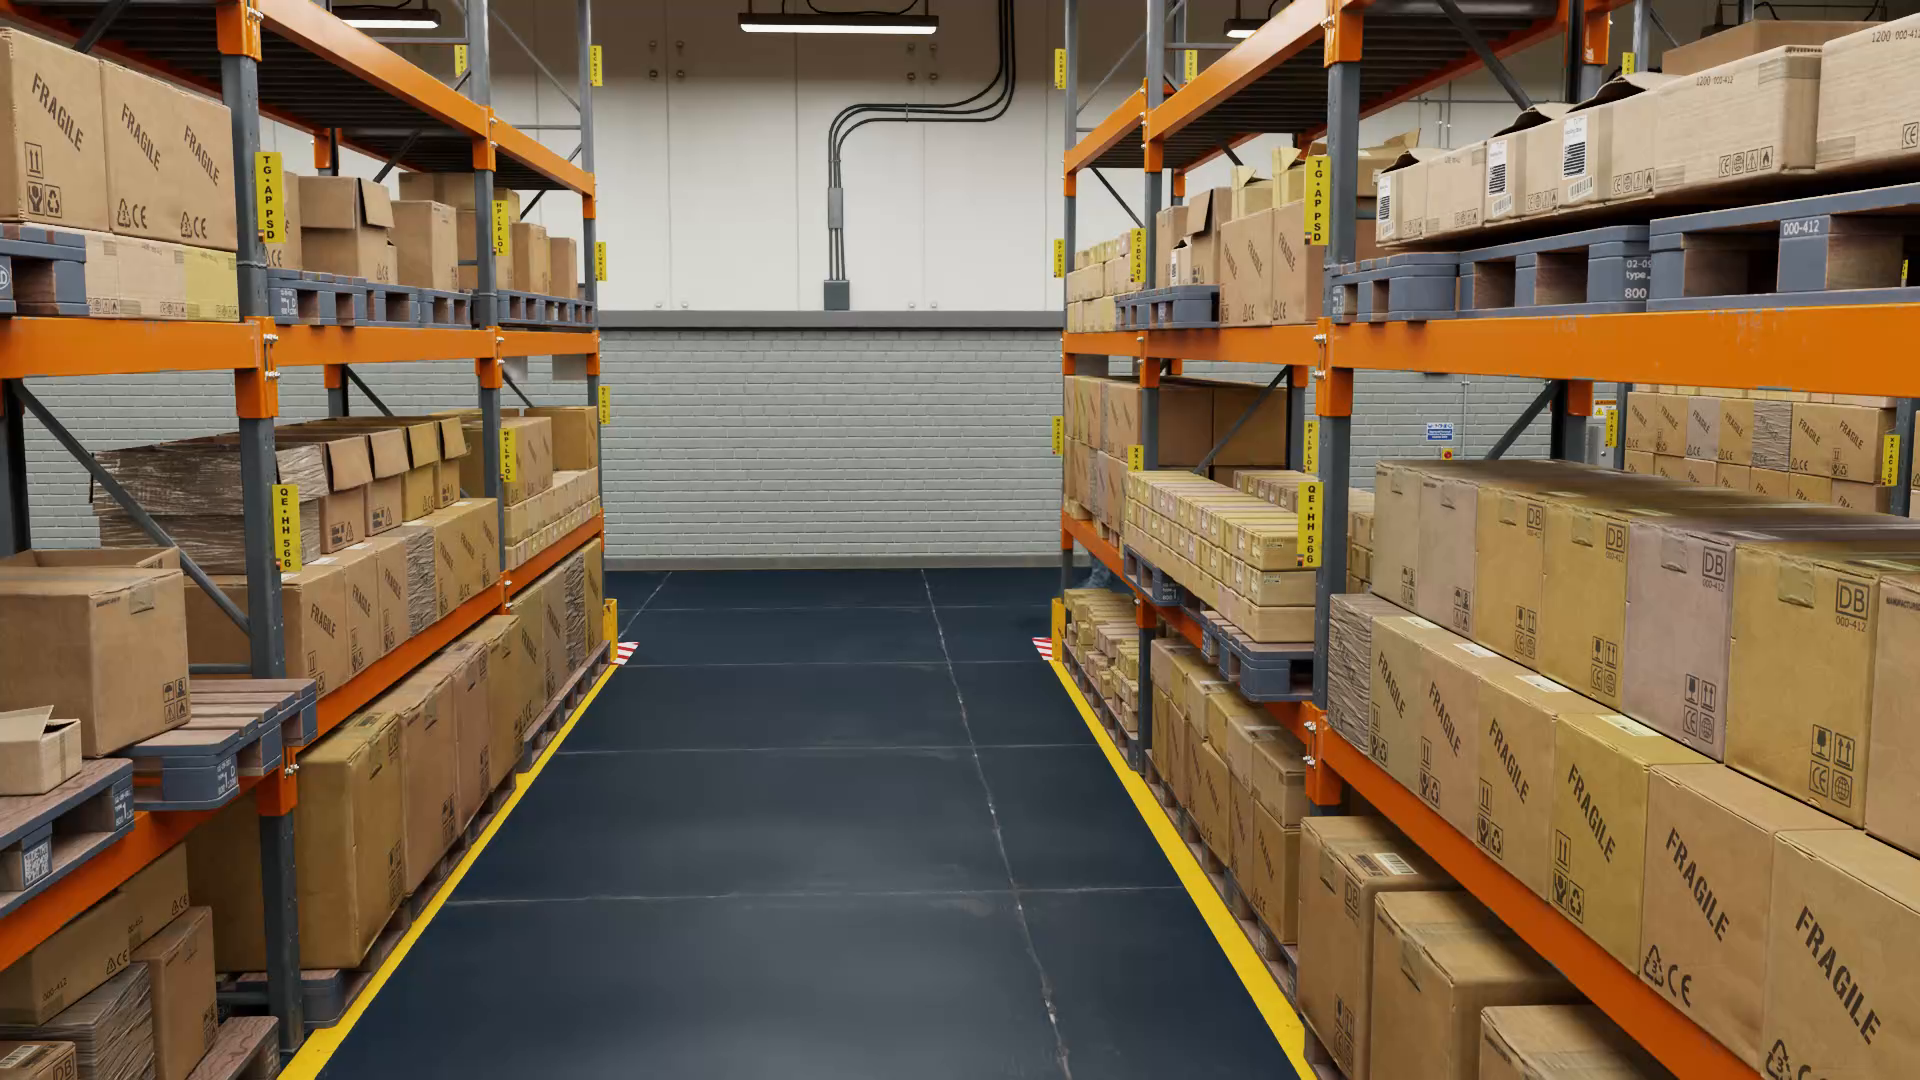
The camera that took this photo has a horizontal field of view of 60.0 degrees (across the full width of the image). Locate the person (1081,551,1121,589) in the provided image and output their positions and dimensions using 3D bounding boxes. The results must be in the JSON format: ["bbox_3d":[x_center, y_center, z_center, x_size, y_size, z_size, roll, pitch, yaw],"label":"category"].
[{"bbox_3d":[1.302,-0.027,15.842,0.555,1.715,0.595,3,7,24],"label":"person"}]
